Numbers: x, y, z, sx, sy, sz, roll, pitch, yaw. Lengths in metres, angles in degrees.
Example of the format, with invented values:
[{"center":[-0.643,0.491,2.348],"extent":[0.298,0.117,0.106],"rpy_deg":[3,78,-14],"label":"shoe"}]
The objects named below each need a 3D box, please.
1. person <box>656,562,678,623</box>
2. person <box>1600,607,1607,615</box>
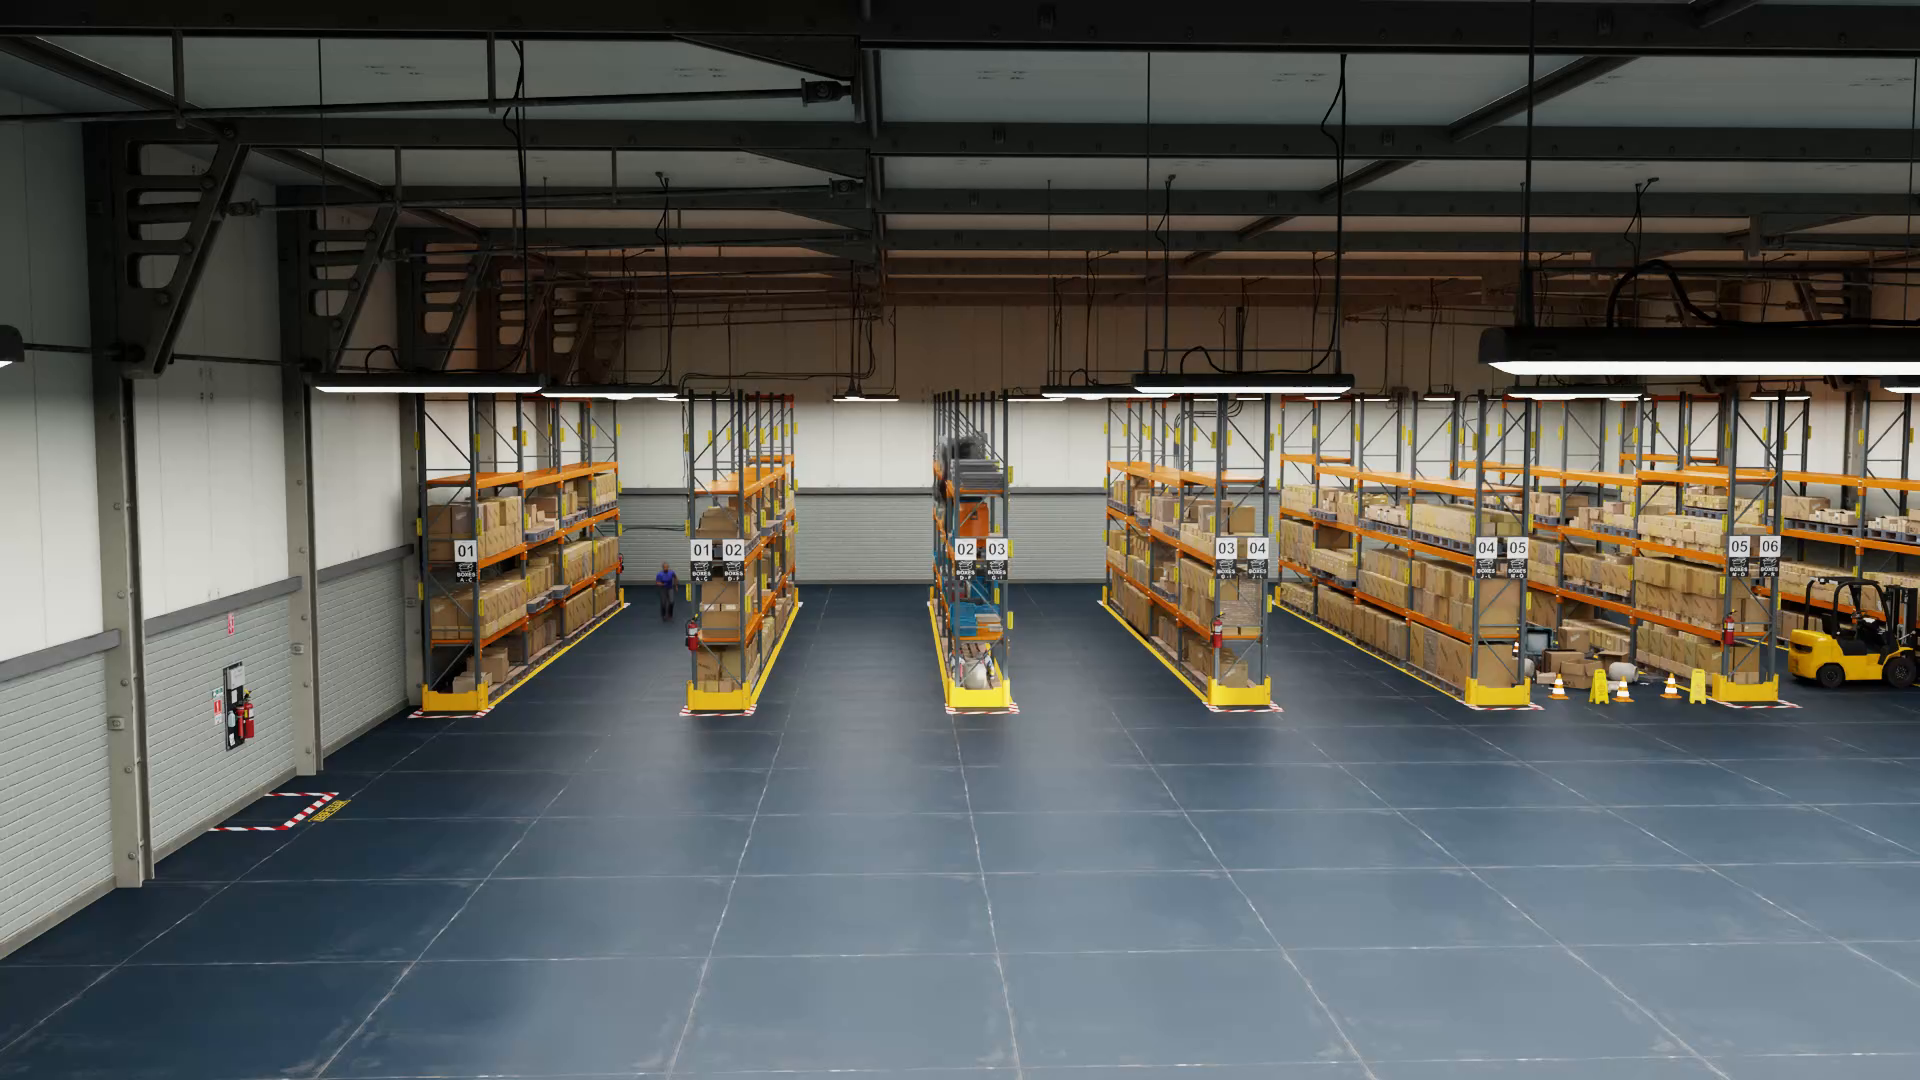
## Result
[{"center":[-7.702,1.373,43.712],"extent":[0.587,1.608,0.934],"rpy_deg":[-1,5,-15],"label":"person"},{"center":[17.084,1.242,44.958],"extent":[0.700,1.659,1.061],"rpy_deg":[-2,5,-20],"label":"person"}]
